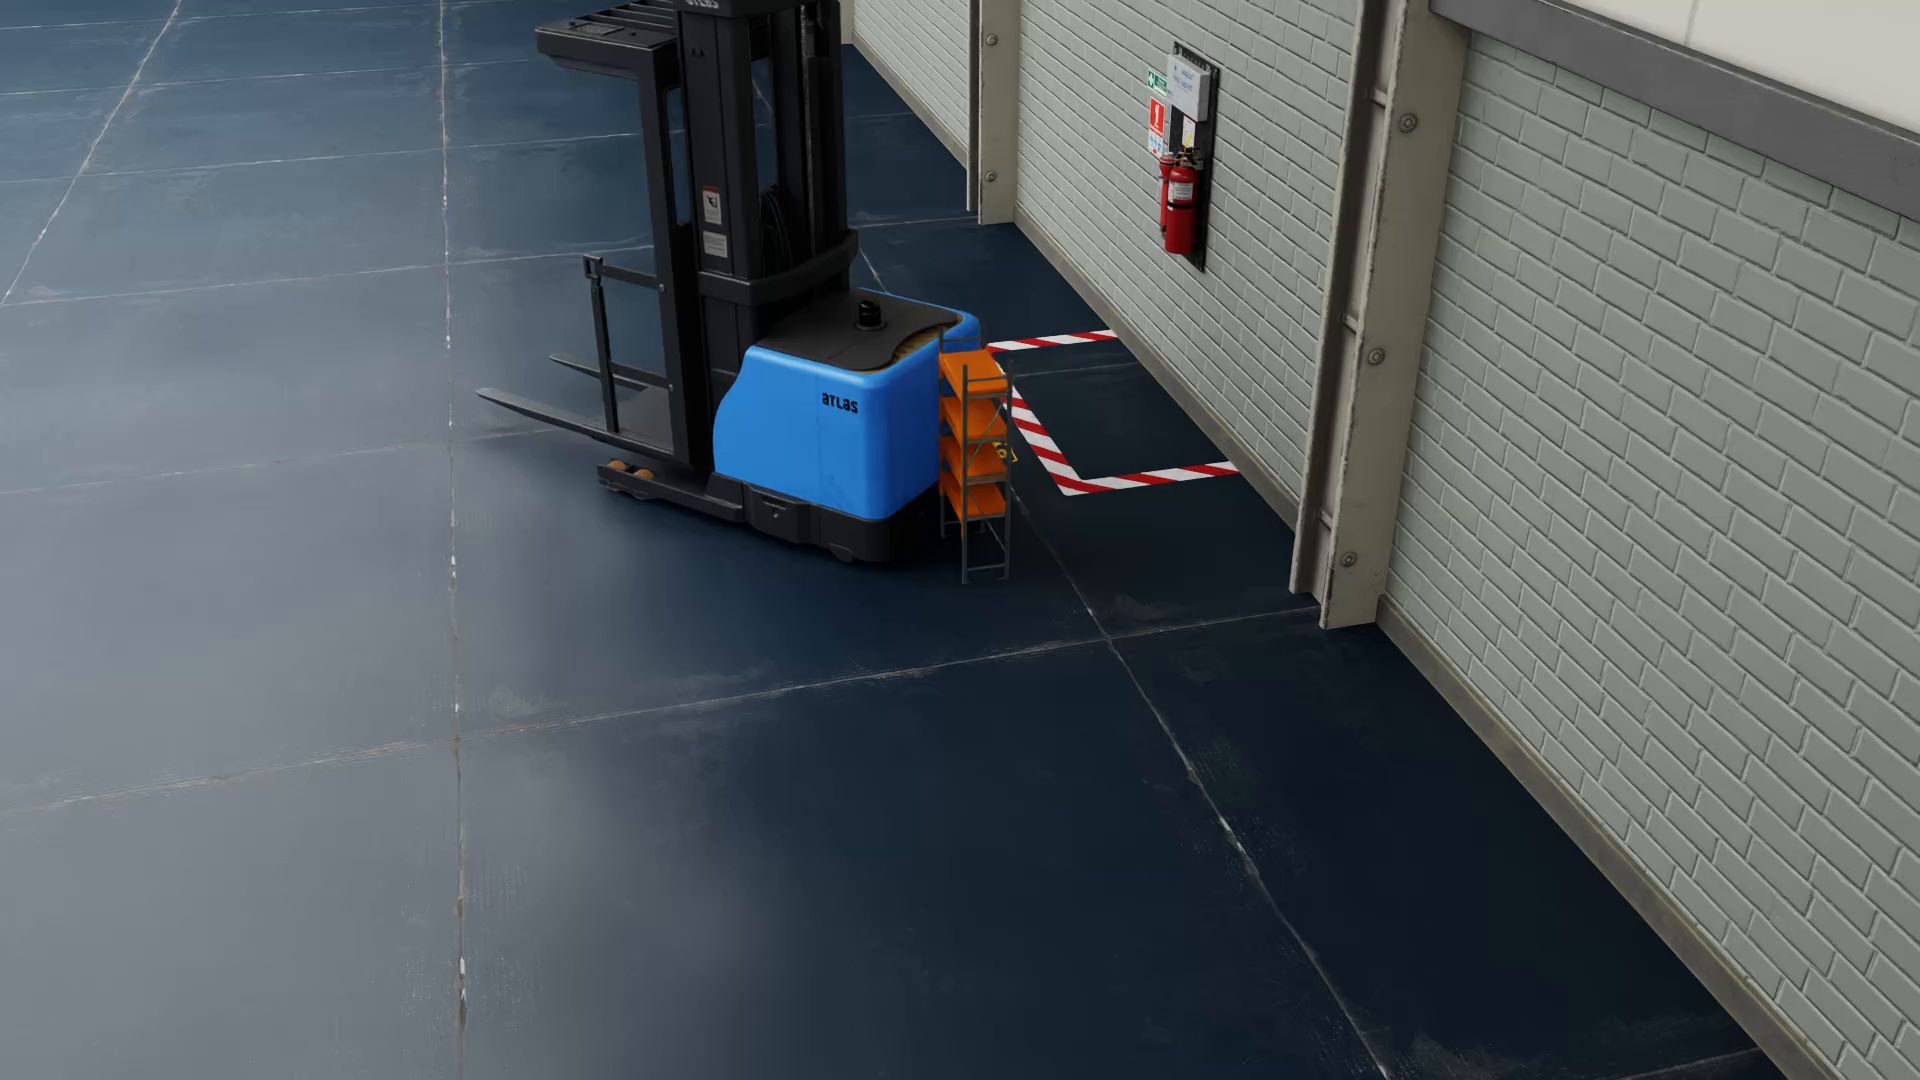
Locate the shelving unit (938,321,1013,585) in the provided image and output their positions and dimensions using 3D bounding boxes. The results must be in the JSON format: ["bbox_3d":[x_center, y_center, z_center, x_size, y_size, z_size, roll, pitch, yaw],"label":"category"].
[{"bbox_3d":[0.071,-0.429,8.294,0.258,1.200,0.503,-7,31,-12],"label":"shelving unit"}]

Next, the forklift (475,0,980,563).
[{"bbox_3d":[-1.404,-1.693,8.750,3.031,2.935,1.130,17,34,27],"label":"forklift"}]

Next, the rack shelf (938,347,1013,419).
[{"bbox_3d":[0.071,-0.769,8.097,0.258,0.148,0.480,-7,31,-12],"label":"rack shelf"}]

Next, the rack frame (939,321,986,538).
[{"bbox_3d":[0.013,-0.548,8.499,0.240,1.200,0.015,-7,31,-12],"label":"rack frame"}]

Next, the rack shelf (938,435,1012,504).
[{"bbox_3d":[0.071,-0.371,8.327,0.258,0.148,0.480,-7,31,-12],"label":"rack shelf"}]

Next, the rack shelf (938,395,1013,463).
[{"bbox_3d":[0.071,-0.564,8.215,0.258,0.148,0.480,-7,31,-12],"label":"rack shelf"}]

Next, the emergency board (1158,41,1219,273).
[{"bbox_3d":[1.228,-2.181,9.524,0.194,1.169,0.643,-8,31,-13],"label":"emergency board"}]

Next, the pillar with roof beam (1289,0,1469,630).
[{"bbox_3d":[-2.304,-3.007,4.961,9.100,9.000,0.400,-8,31,-13],"label":"pillar with roof beam"}]

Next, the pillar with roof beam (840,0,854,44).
[{"bbox_3d":[-5.489,-8.802,14.975,9.100,9.000,0.400,-8,31,-13],"label":"pillar with roof beam"}]

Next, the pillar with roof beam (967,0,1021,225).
[{"bbox_3d":[-3.896,-5.904,9.968,9.100,9.000,0.400,-8,31,-13],"label":"pillar with roof beam"}]

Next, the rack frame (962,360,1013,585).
[{"bbox_3d":[0.130,-0.310,8.089,0.240,1.200,0.015,-7,31,-12],"label":"rack frame"}]

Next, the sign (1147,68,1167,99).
[{"bbox_3d":[1.173,-2.703,9.862,0.001,0.109,0.331,-8,31,-13],"label":"sign"}]

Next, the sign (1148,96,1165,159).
[{"bbox_3d":[1.180,-2.477,10.000,0.001,0.329,0.234,-8,31,-13],"label":"sign"}]

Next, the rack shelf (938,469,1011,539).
[{"bbox_3d":[0.071,-0.199,8.427,0.258,0.148,0.480,-7,31,-12],"label":"rack shelf"}]
